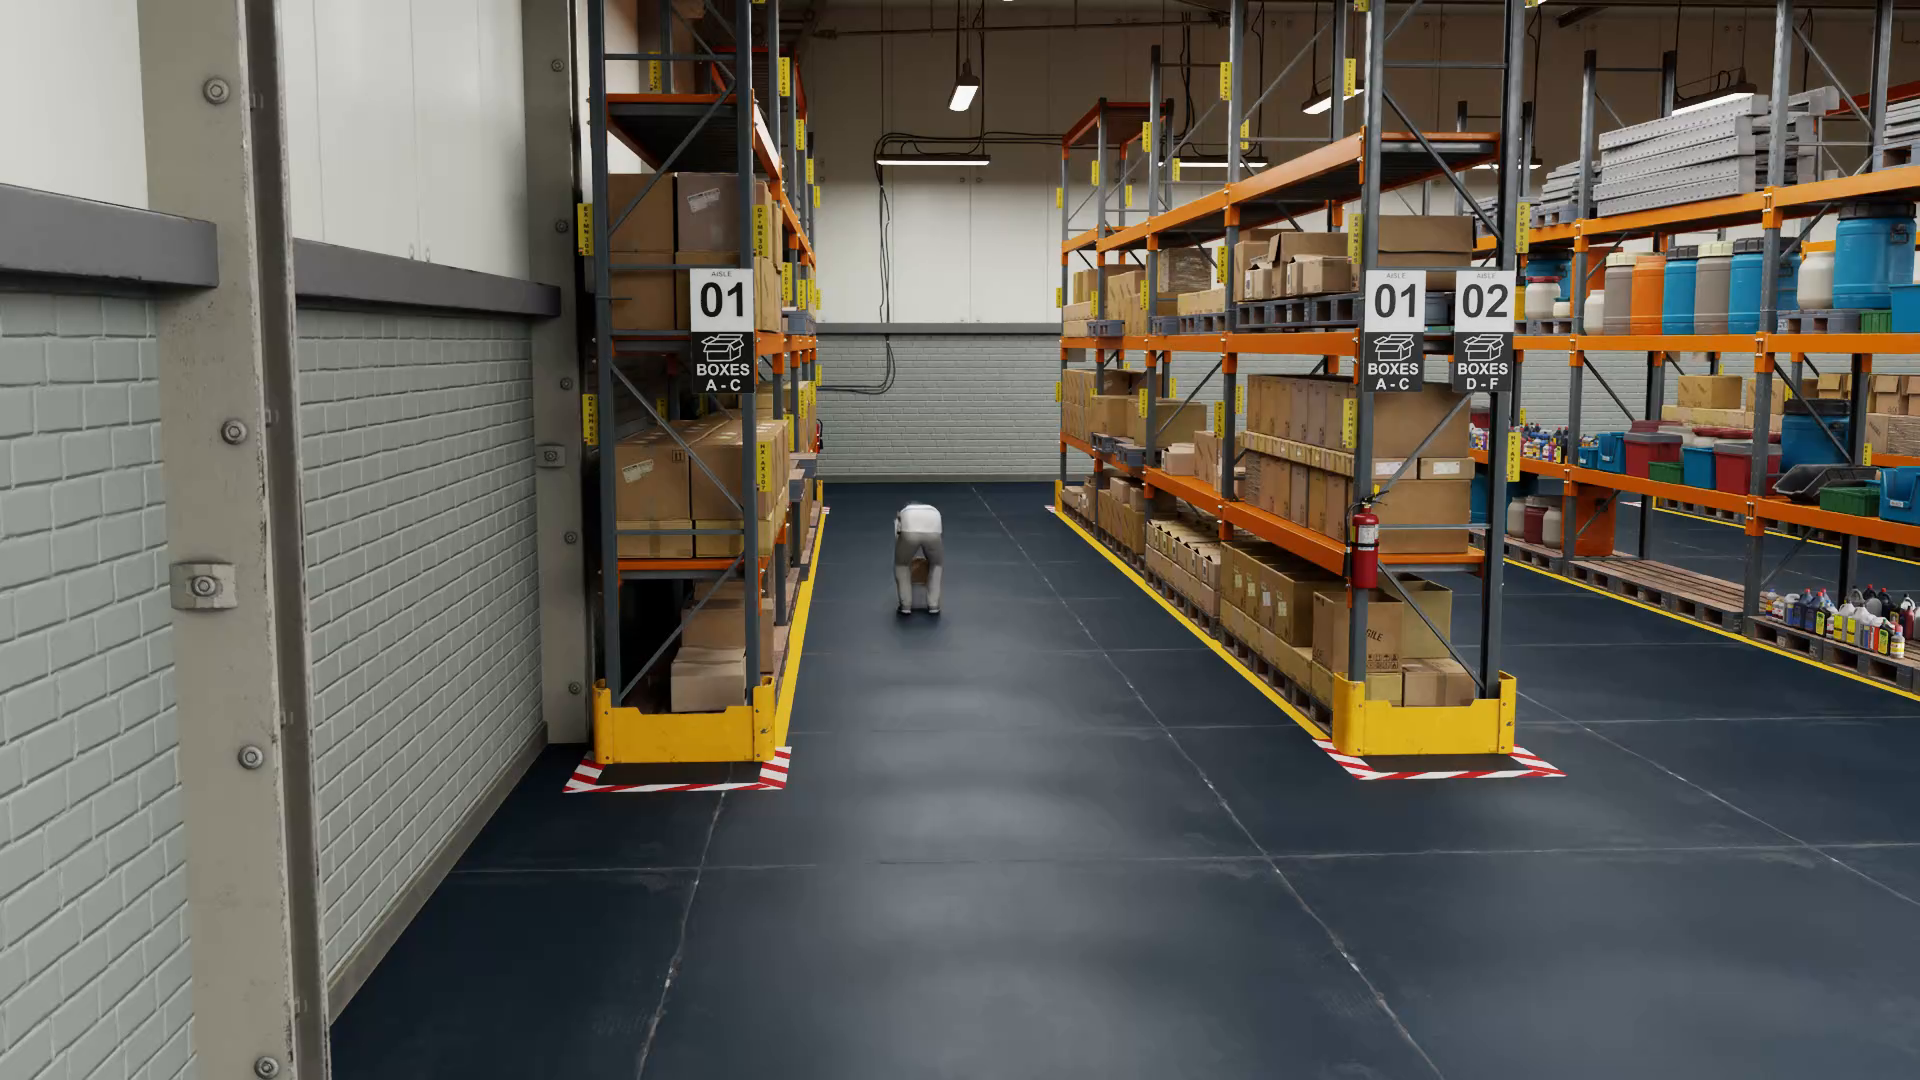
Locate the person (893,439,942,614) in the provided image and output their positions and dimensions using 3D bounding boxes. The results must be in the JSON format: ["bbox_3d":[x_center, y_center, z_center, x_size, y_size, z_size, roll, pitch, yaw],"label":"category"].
[{"bbox_3d":[-0.434,-0.144,16.860,0.493,1.769,0.564,0,7,-3],"label":"person"}]
